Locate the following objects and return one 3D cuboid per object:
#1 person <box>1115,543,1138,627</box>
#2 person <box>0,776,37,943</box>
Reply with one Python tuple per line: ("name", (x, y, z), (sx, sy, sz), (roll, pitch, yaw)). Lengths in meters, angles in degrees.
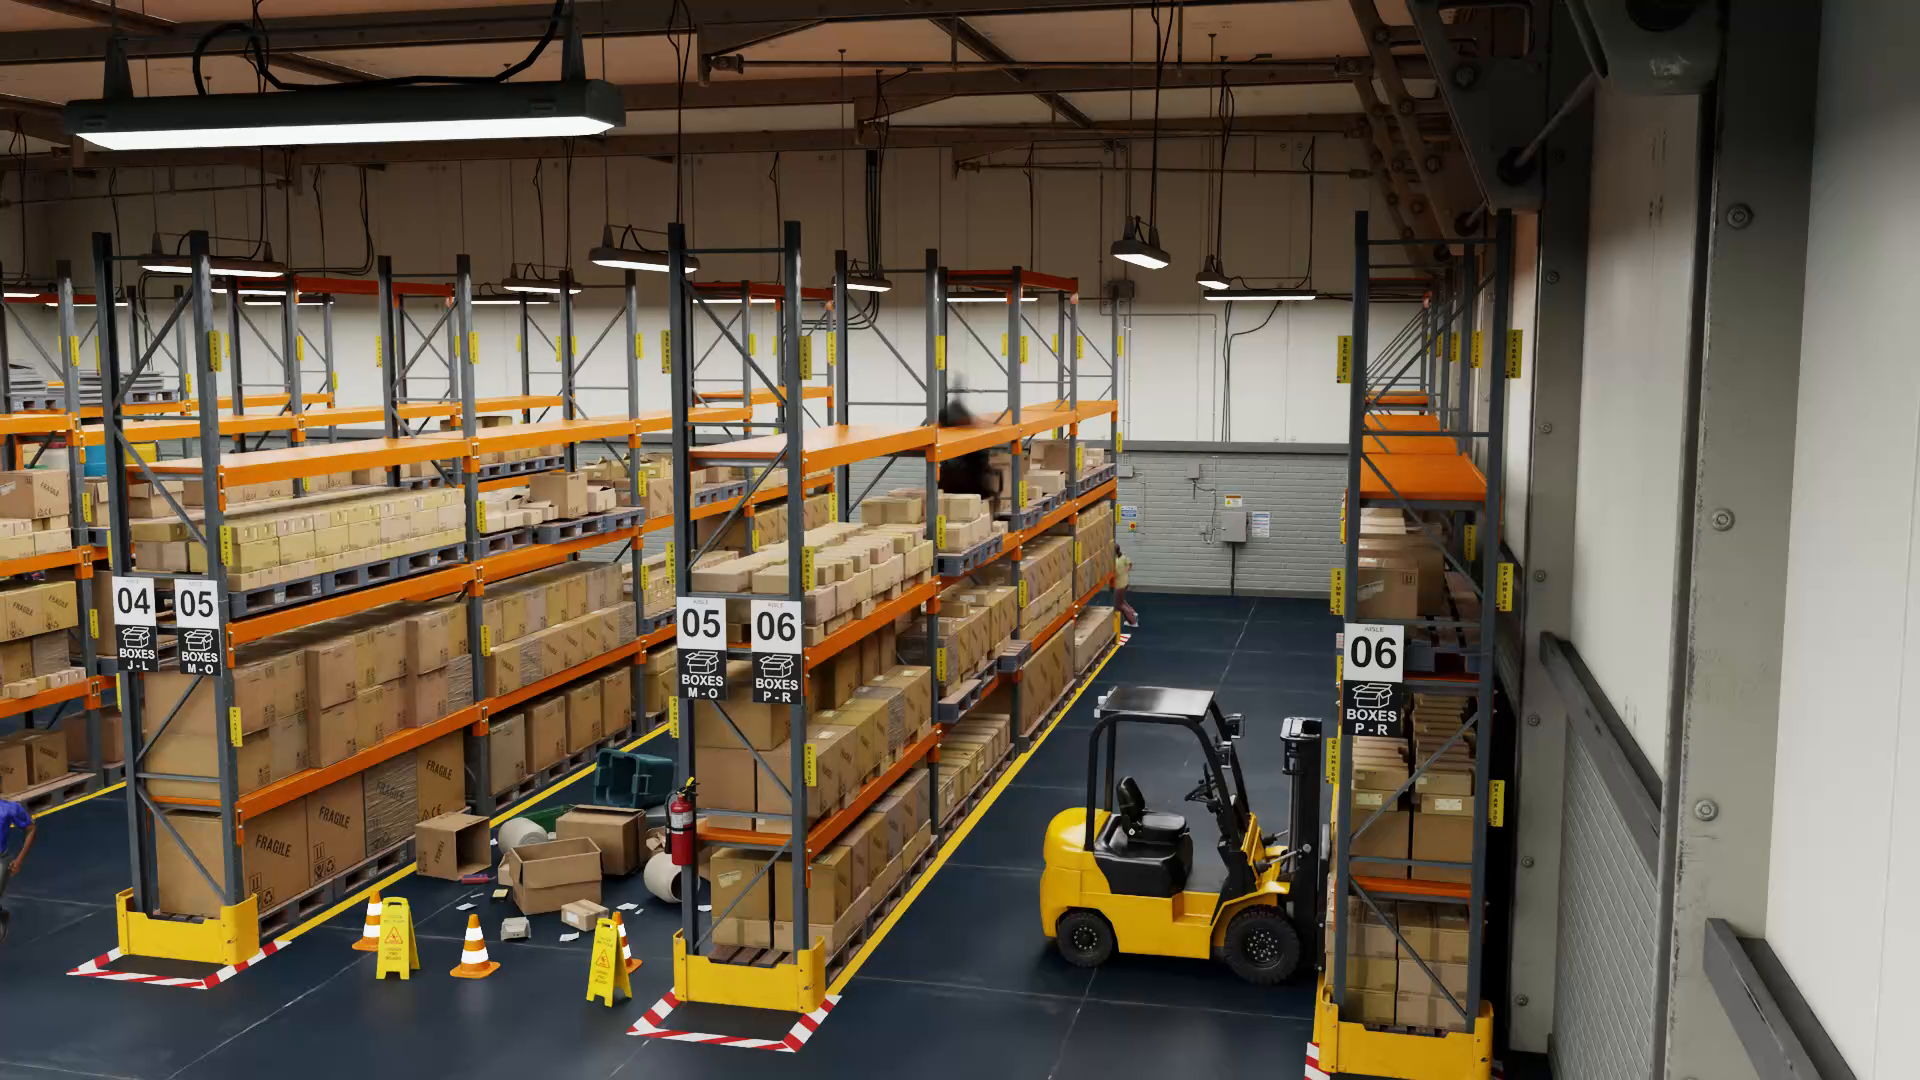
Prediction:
("person", (2.834, 0.790, 29.512), (0.501, 1.548, 0.754), (5, 9, 35))
("person", (-7.969, 2.701, 13.758), (0.617, 1.635, 0.802), (0, 7, 0))
